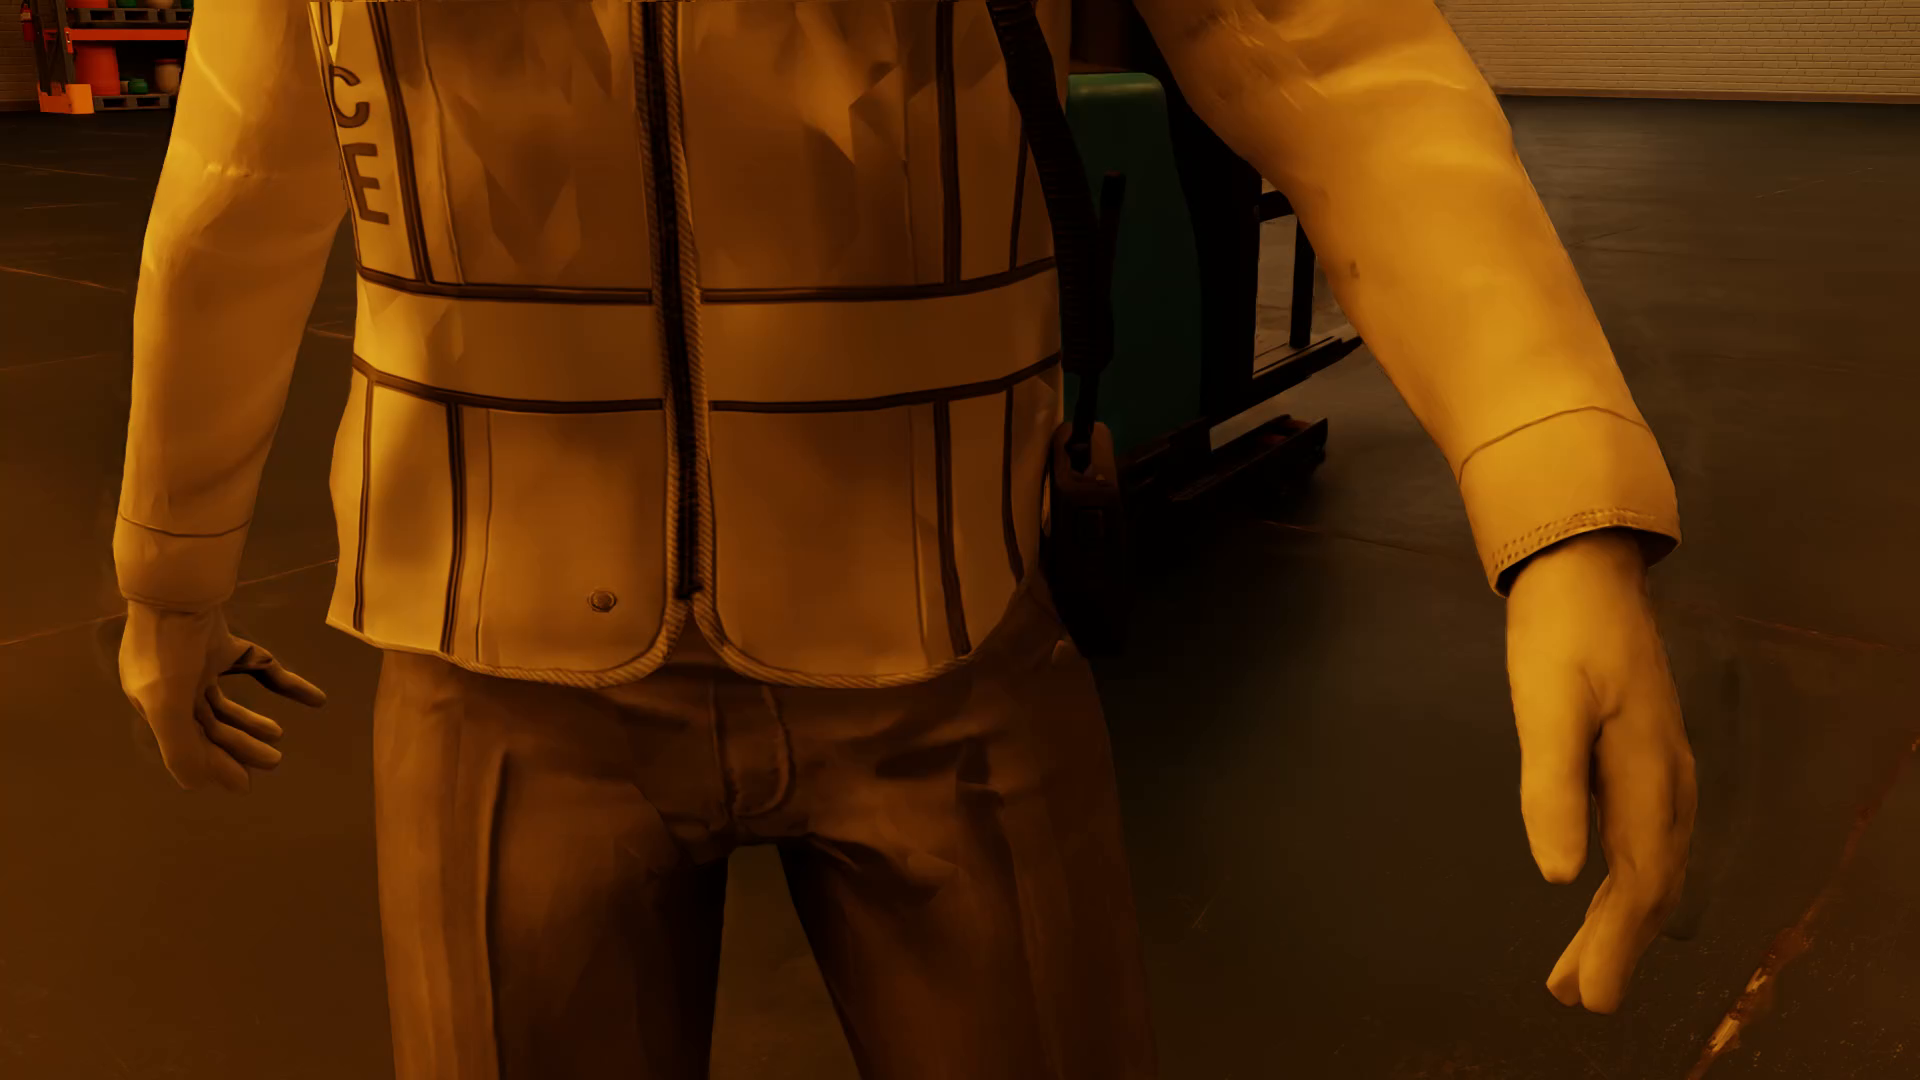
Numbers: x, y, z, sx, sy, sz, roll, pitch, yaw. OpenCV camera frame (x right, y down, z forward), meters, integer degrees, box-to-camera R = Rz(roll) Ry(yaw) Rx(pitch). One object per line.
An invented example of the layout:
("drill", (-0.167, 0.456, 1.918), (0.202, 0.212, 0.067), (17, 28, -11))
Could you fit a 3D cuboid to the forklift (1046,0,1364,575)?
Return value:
("forklift", (0.336, -1.575, 4.084), (1.130, 2.935, 3.031), (10, 19, 29))
